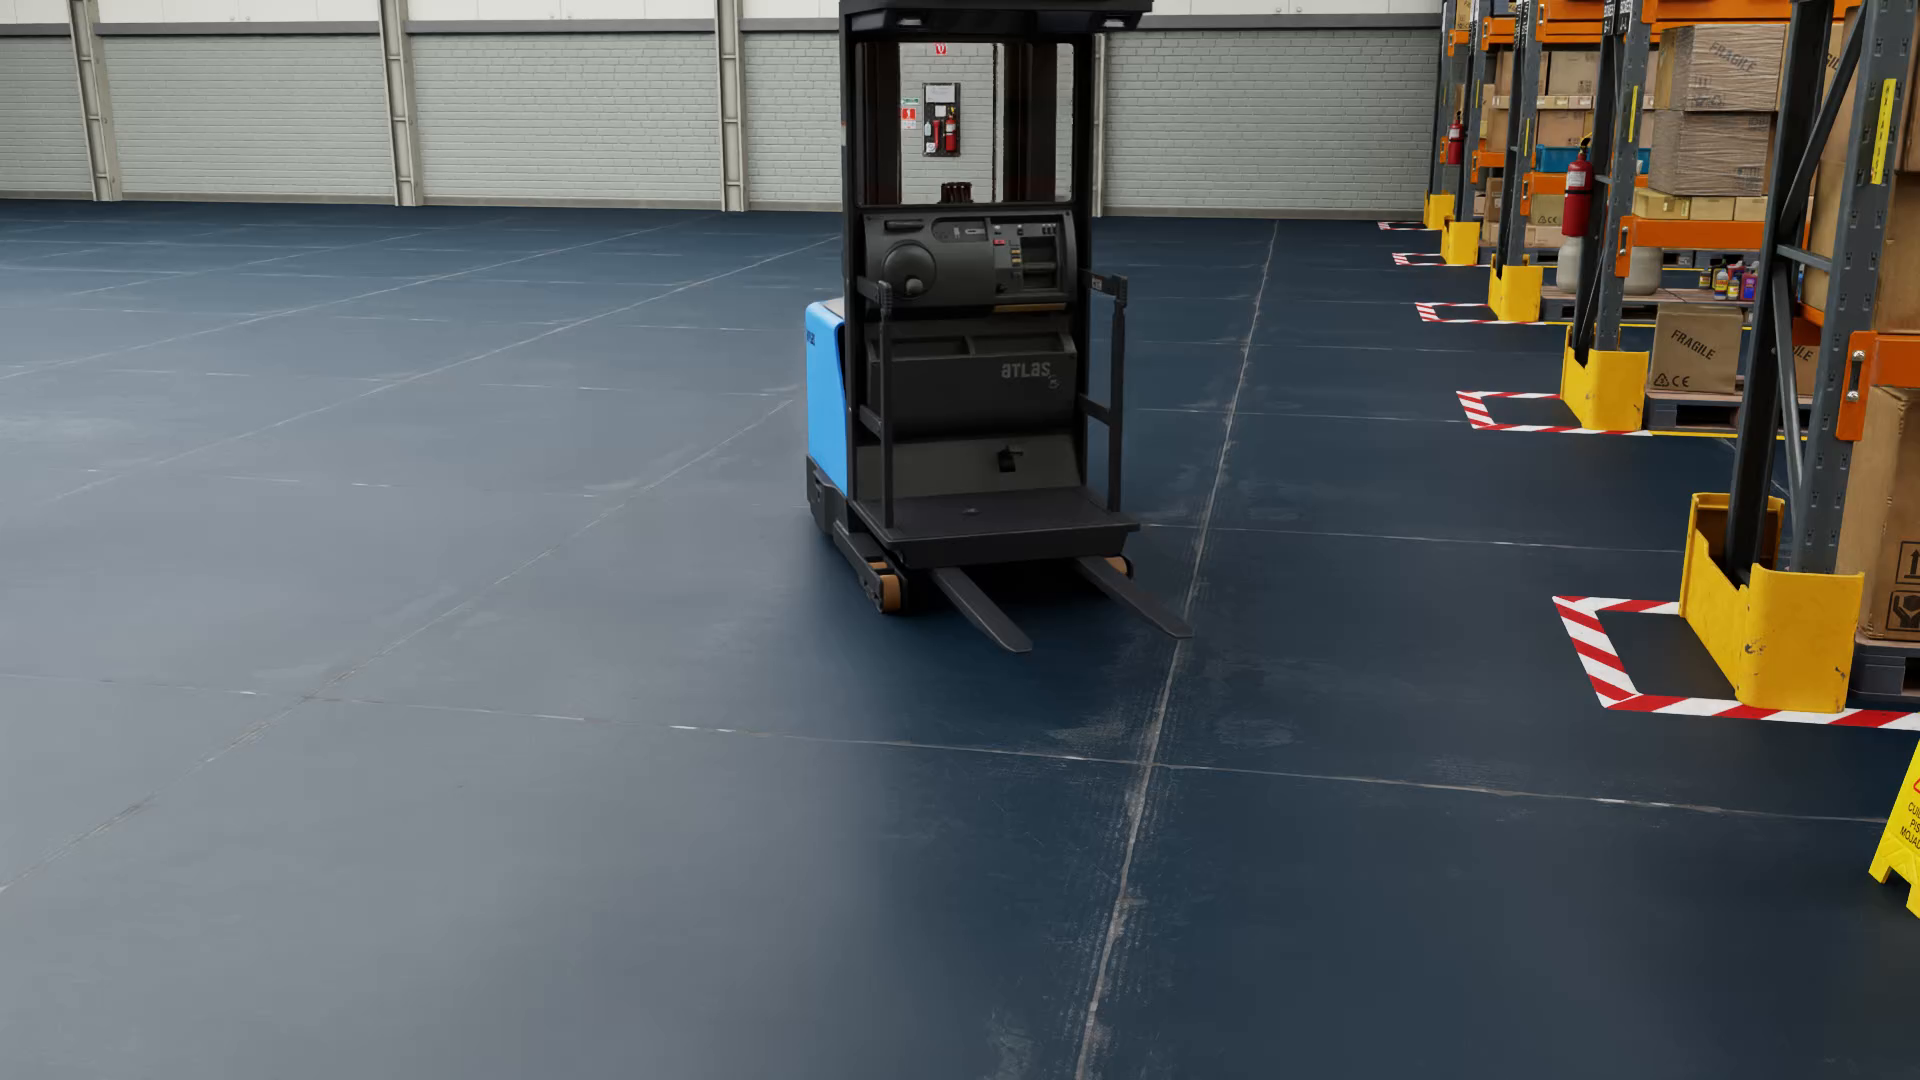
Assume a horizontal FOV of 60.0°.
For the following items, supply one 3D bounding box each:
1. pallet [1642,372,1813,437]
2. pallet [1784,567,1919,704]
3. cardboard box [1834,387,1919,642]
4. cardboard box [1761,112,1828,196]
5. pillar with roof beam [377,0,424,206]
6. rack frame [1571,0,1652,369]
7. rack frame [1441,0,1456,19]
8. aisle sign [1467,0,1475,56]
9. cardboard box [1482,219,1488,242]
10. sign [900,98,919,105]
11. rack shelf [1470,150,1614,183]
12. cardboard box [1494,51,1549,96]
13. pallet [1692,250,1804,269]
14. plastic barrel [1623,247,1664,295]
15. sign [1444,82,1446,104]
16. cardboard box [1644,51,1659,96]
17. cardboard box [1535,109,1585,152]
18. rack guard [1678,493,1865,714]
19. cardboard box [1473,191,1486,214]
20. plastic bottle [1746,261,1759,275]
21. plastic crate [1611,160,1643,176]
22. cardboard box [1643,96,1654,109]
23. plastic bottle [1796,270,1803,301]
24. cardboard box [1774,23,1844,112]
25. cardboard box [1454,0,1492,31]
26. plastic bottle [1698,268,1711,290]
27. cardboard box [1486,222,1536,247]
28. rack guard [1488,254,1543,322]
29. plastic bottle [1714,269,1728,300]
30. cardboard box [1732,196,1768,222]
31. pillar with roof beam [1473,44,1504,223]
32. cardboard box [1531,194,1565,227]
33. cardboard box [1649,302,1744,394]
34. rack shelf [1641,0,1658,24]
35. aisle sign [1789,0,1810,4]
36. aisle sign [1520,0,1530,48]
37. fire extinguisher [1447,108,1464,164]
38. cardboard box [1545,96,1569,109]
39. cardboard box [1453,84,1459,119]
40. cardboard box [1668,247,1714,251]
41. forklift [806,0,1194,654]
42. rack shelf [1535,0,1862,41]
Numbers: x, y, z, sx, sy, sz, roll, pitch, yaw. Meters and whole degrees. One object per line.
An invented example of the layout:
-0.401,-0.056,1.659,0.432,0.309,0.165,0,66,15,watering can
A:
5.021,-0.889,10.804,1.213,0.211,1.003,3,16,11,pallet
3.869,0.369,6.264,1.213,0.211,1.003,3,16,11,pallet
3.748,-0.156,6.131,0.875,0.875,0.875,3,16,11,cardboard box
5.205,-2.449,10.469,0.500,0.500,0.875,3,16,11,cardboard box
-10.520,-9.088,23.942,0.400,9.000,9.100,3,16,11,pillar with roof beam
4.157,-2.289,10.636,0.127,3.000,1.000,3,16,11,rack frame
7.119,-9.067,23.869,0.127,3.000,1.000,3,16,11,rack frame
6.129,-6.213,19.934,0.004,0.787,0.394,3,16,11,aisle sign
6.719,-3.806,20.478,0.500,0.250,0.500,3,16,11,cardboard box
-0.835,-7.152,27.134,0.331,0.109,0.001,3,16,11,sign
8.095,-4.427,19.703,4.000,0.370,1.077,3,16,11,rack shelf
6.642,-5.523,19.692,0.500,0.500,0.700,3,16,11,cardboard box
9.284,-3.377,19.787,1.213,0.211,1.003,3,16,11,pallet
6.296,-2.546,15.439,0.421,0.512,0.421,0,15,0,plastic barrel
7.011,-6.451,24.042,0.005,0.325,0.100,3,16,11,sign
8.143,-5.443,19.404,0.500,0.500,0.700,3,16,11,cardboard box
7.106,-4.873,19.779,0.500,0.500,0.700,4,16,13,cardboard box
3.046,0.207,6.310,0.348,0.500,1.175,3,16,11,rack guard
7.779,-5.032,24.752,0.500,0.311,0.500,1,16,5,cardboard box
7.409,-2.473,15.579,0.135,0.276,0.152,3,16,10,plastic bottle
5.957,-3.326,14.873,0.250,0.136,0.298,3,16,11,plastic crate
7.983,-5.082,19.316,0.250,0.149,0.380,3,16,12,cardboard box
7.491,-2.269,14.853,0.097,0.271,0.097,0,15,0,plastic bottle
5.131,-2.833,9.984,0.500,0.500,0.500,3,16,11,cardboard box
7.396,-7.596,23.953,0.500,0.500,0.500,4,16,13,cardboard box
7.031,-2.465,15.690,0.097,0.201,0.097,0,15,0,plastic bottle
6.616,-3.671,19.989,0.500,0.250,0.500,3,16,11,cardboard box
5.228,-2.388,15.677,0.348,0.500,1.175,3,16,11,rack guard
6.859,-2.304,14.977,0.097,0.271,0.097,0,15,0,plastic bottle
4.872,-2.055,10.261,0.250,0.149,0.380,3,16,11,cardboard box
7.119,-8.130,20.486,0.400,9.000,9.100,3,16,11,pillar with roof beam
7.107,-4.006,19.794,0.500,0.500,0.500,3,16,11,cardboard box
4.766,-1.249,10.778,0.500,0.500,0.500,6,17,21,cardboard box
6.117,-3.281,9.948,4.000,0.370,1.077,3,16,11,rack shelf
3.060,-2.332,5.921,0.004,0.787,0.394,3,16,11,aisle sign
5.015,-4.765,14.704,0.004,0.787,0.394,3,16,11,aisle sign
6.112,-4.971,20.462,0.183,0.674,0.296,3,16,11,fire extinguisher
6.980,-5.137,19.515,0.250,0.149,0.380,3,16,11,cardboard box
7.623,-6.506,24.697,0.500,0.500,0.500,3,16,10,cardboard box
8.576,-3.564,19.604,0.500,0.250,0.500,3,16,11,cardboard box
0.108,-1.222,6.913,1.130,2.935,3.031,-4,16,-15,forklift
7.104,-4.577,14.625,4.000,0.370,1.077,3,16,11,rack shelf
